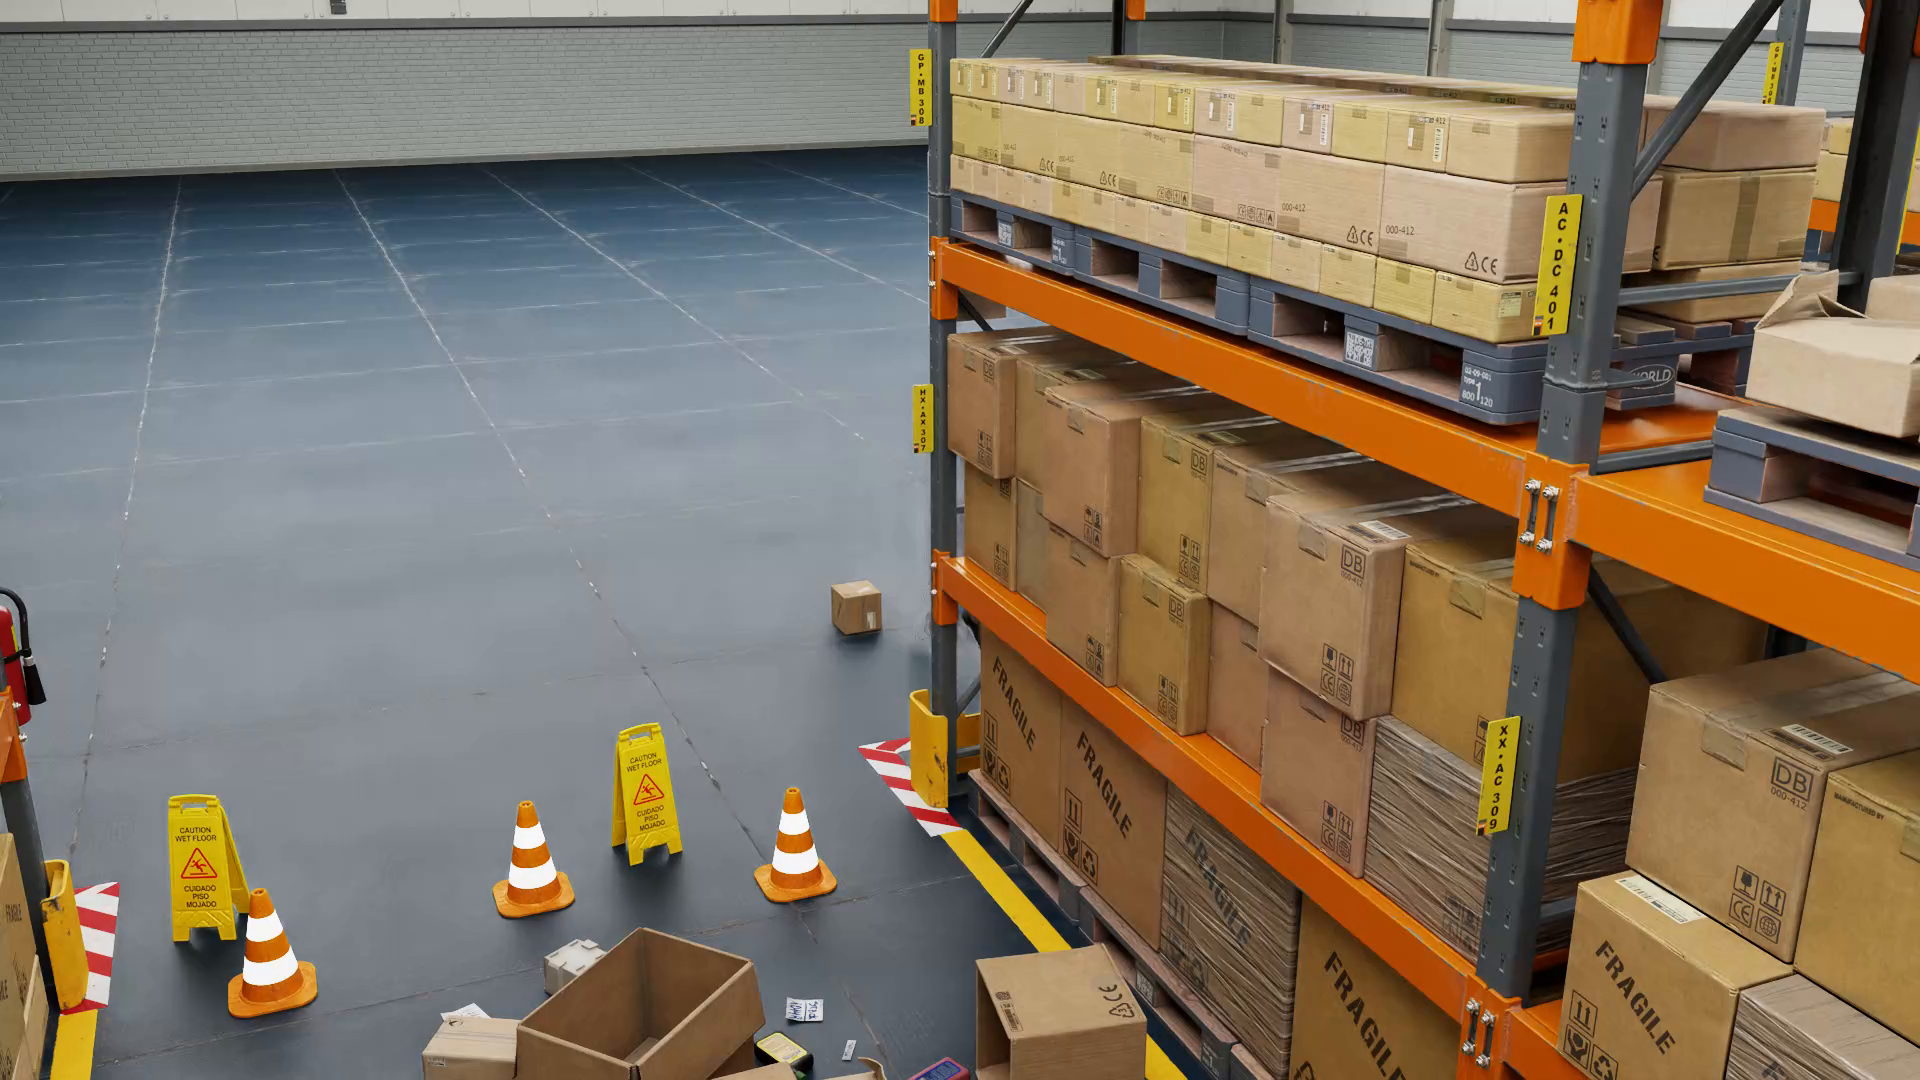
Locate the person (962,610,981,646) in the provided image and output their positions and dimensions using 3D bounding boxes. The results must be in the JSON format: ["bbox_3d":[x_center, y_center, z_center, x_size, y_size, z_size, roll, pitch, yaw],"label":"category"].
[{"bbox_3d":[0.402,-0.072,9.778,0.768,1.702,0.549,8,20,22],"label":"person"}]
